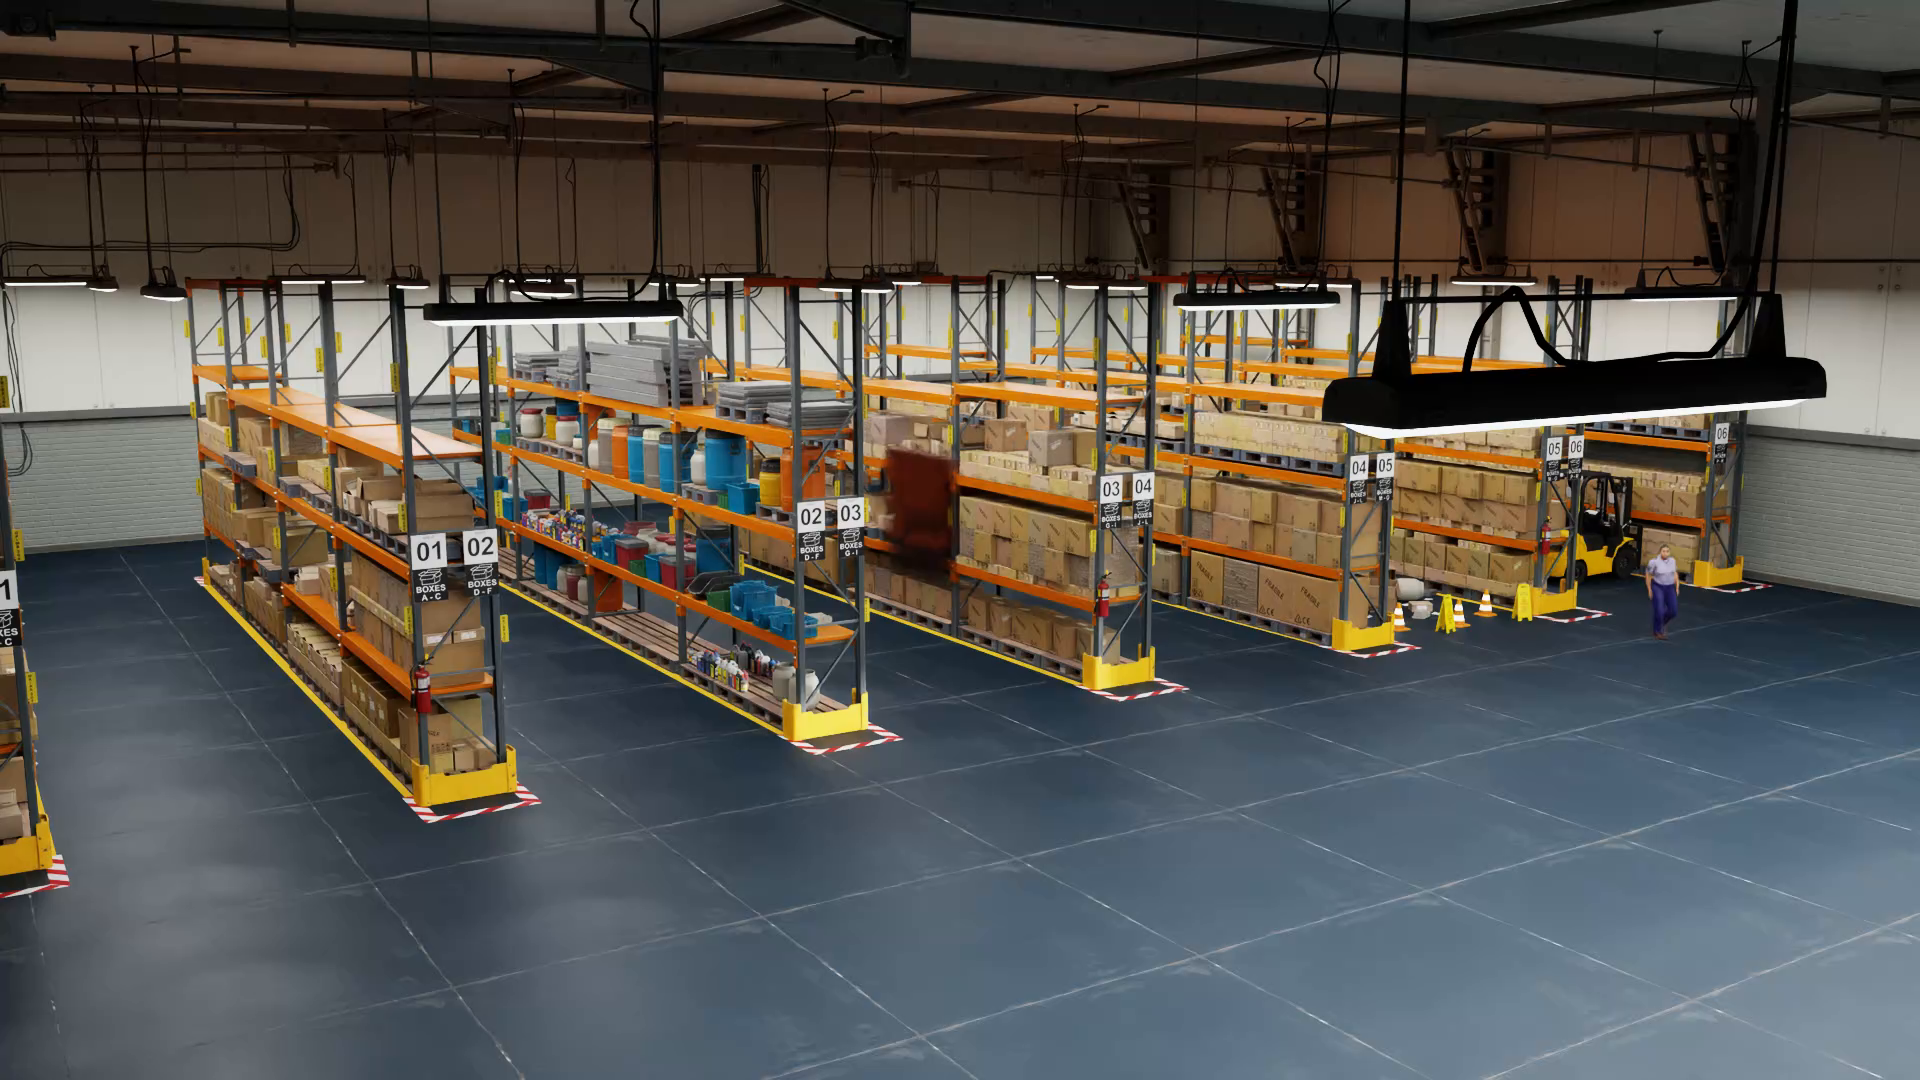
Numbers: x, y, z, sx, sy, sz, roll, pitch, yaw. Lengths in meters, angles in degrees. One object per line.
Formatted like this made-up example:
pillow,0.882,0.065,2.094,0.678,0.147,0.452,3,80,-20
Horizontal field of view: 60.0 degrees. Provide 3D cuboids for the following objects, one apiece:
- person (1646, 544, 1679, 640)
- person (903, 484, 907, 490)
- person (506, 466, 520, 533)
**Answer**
person,11.848,0.848,28.127,0.553,1.631,0.499,-1,10,-7
person,-1.467,-2.300,46.436,0.528,1.737,0.996,8,12,39
person,-10.452,-0.965,38.864,0.421,1.586,0.520,3,10,18
